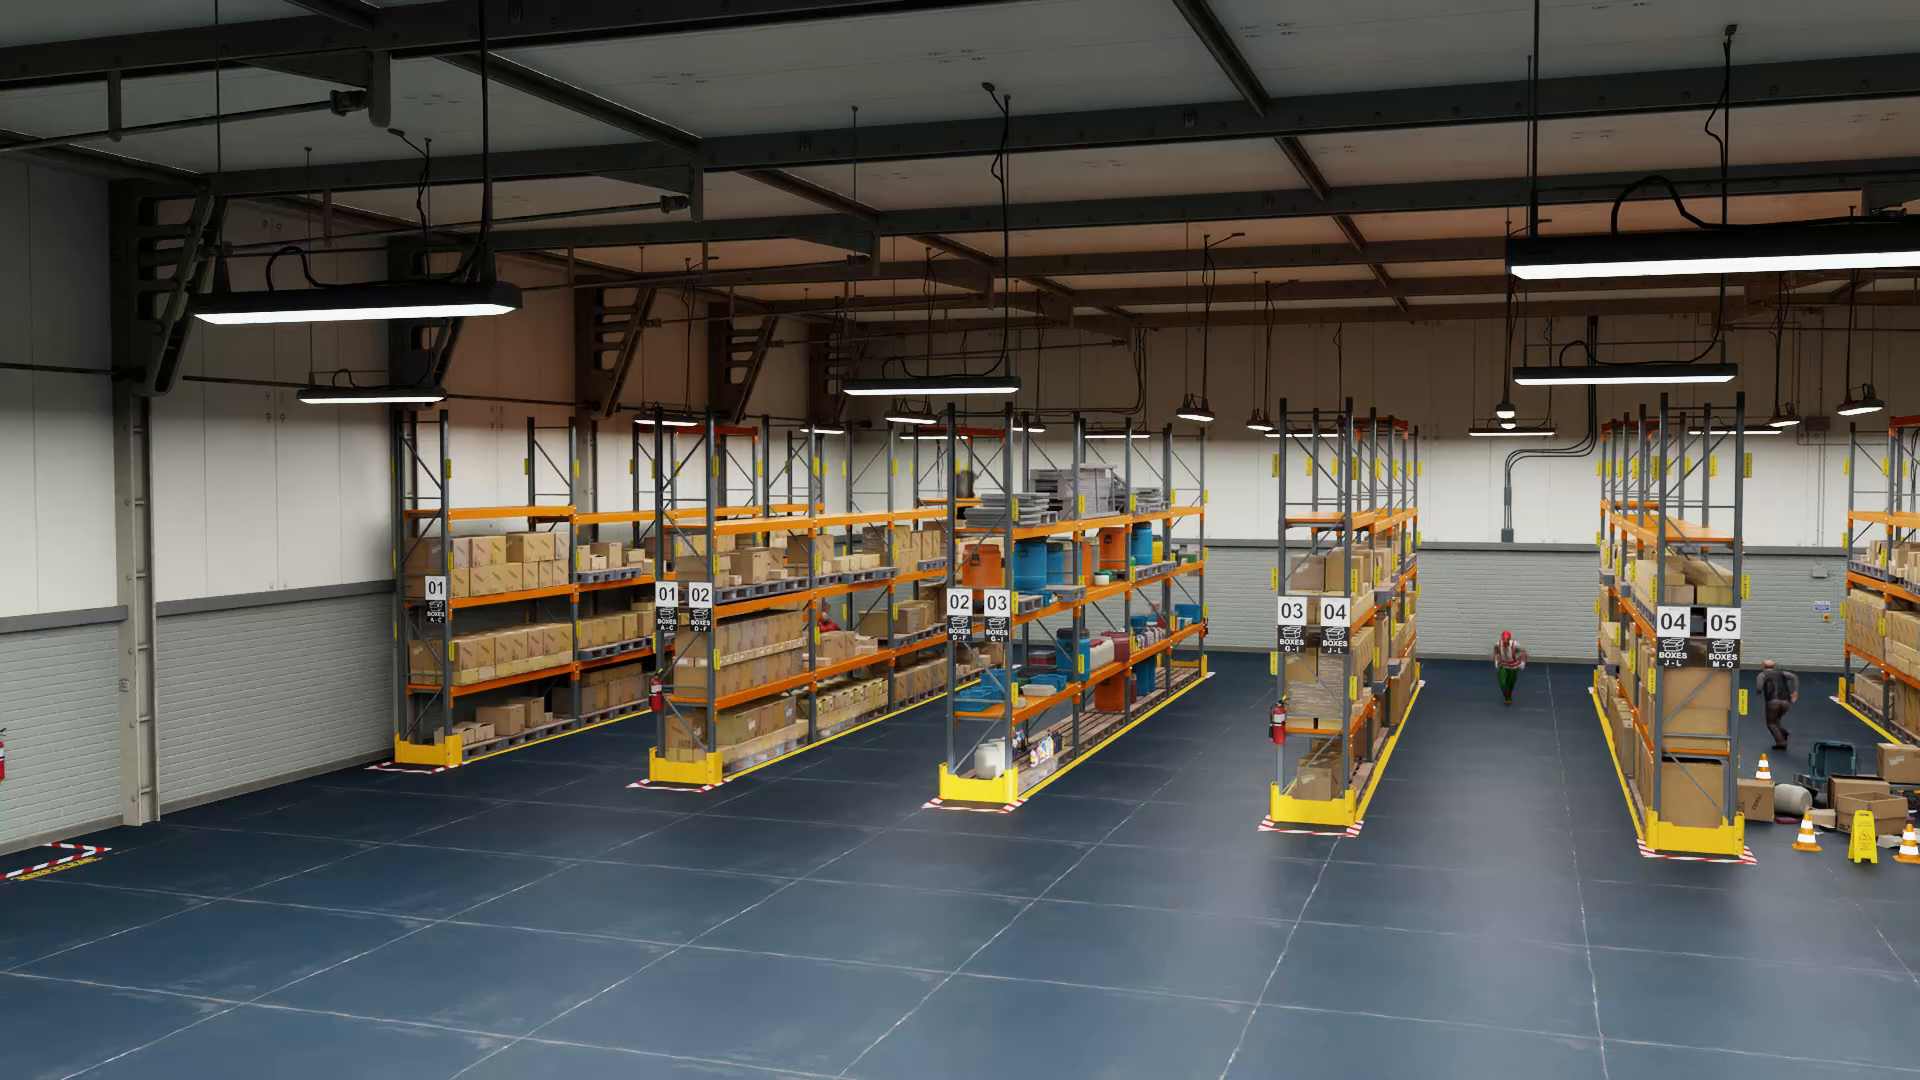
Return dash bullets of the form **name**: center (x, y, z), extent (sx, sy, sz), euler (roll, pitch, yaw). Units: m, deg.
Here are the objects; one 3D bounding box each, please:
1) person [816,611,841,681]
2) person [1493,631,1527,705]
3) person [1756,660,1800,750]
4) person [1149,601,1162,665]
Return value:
- **person**: center (-3.095, 2.514, 39.319), extent (0.703, 1.675, 0.816), euler (-1, 3, -21)
- **person**: center (11.616, 2.696, 35.138), extent (0.675, 1.604, 0.940), euler (1, 3, 26)
- **person**: center (14.682, 2.946, 29.875), extent (0.692, 1.549, 0.849), euler (0, 2, 0)
- **person**: center (4.768, 2.377, 41.314), extent (0.946, 1.748, 0.737), euler (1, 3, 27)
